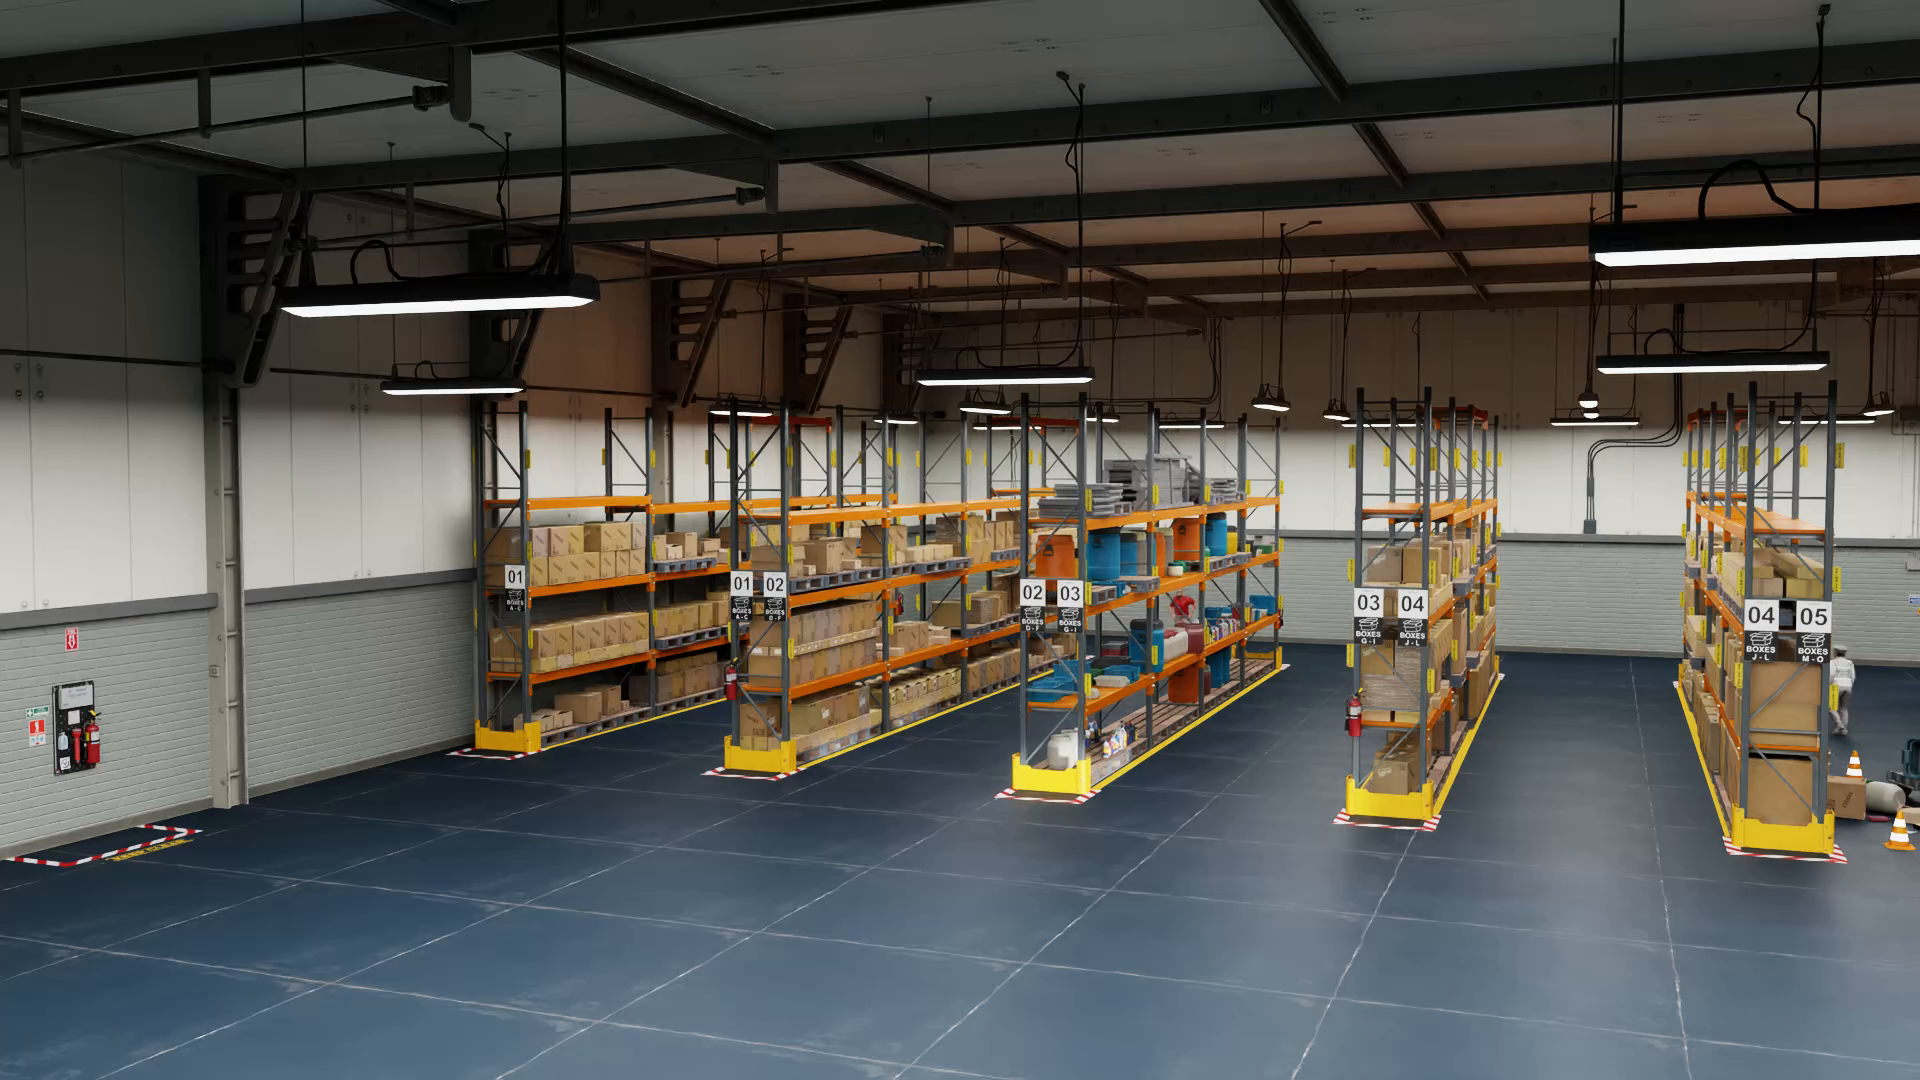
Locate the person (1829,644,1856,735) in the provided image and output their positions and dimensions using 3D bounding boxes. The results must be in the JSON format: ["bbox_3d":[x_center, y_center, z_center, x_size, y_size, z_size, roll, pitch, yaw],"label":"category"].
[{"bbox_3d":[16.005,2.724,30.172,0.558,1.638,0.603,0,3,1],"label":"person"}]

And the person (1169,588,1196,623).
[{"bbox_3d":[5.859,2.063,43.715,0.693,1.636,0.729,2,3,31],"label":"person"}]
